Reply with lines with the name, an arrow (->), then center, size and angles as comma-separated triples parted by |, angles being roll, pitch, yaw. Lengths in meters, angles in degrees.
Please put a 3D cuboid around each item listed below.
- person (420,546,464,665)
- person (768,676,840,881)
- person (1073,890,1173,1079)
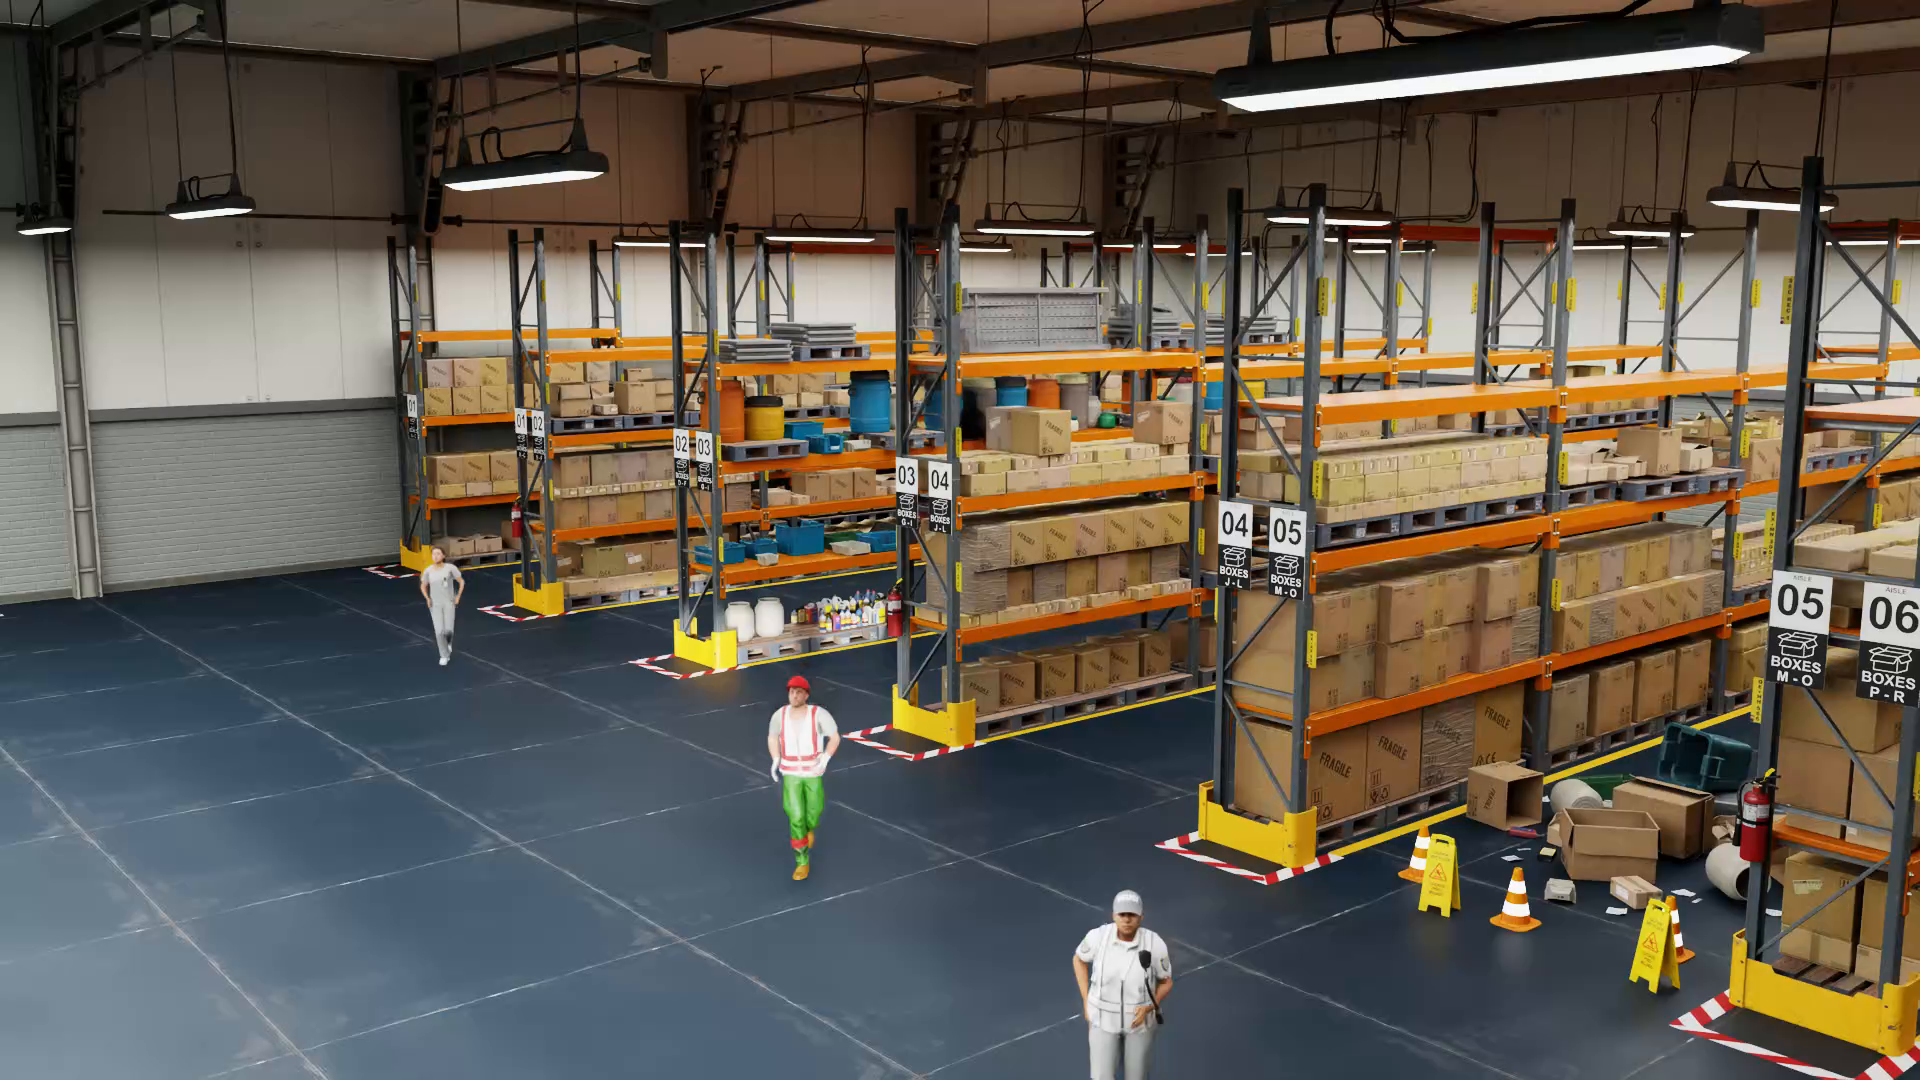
person -> -7.073, 0.888, 22.724 | 0.571, 1.633, 0.535 | -1, 9, -9
person -> -1.388, 2.060, 14.722 | 0.650, 1.768, 0.722 | 0, 9, 1
person -> 0.953, 2.883, 9.809 | 0.593, 1.679, 0.539 | 1, 9, 6
